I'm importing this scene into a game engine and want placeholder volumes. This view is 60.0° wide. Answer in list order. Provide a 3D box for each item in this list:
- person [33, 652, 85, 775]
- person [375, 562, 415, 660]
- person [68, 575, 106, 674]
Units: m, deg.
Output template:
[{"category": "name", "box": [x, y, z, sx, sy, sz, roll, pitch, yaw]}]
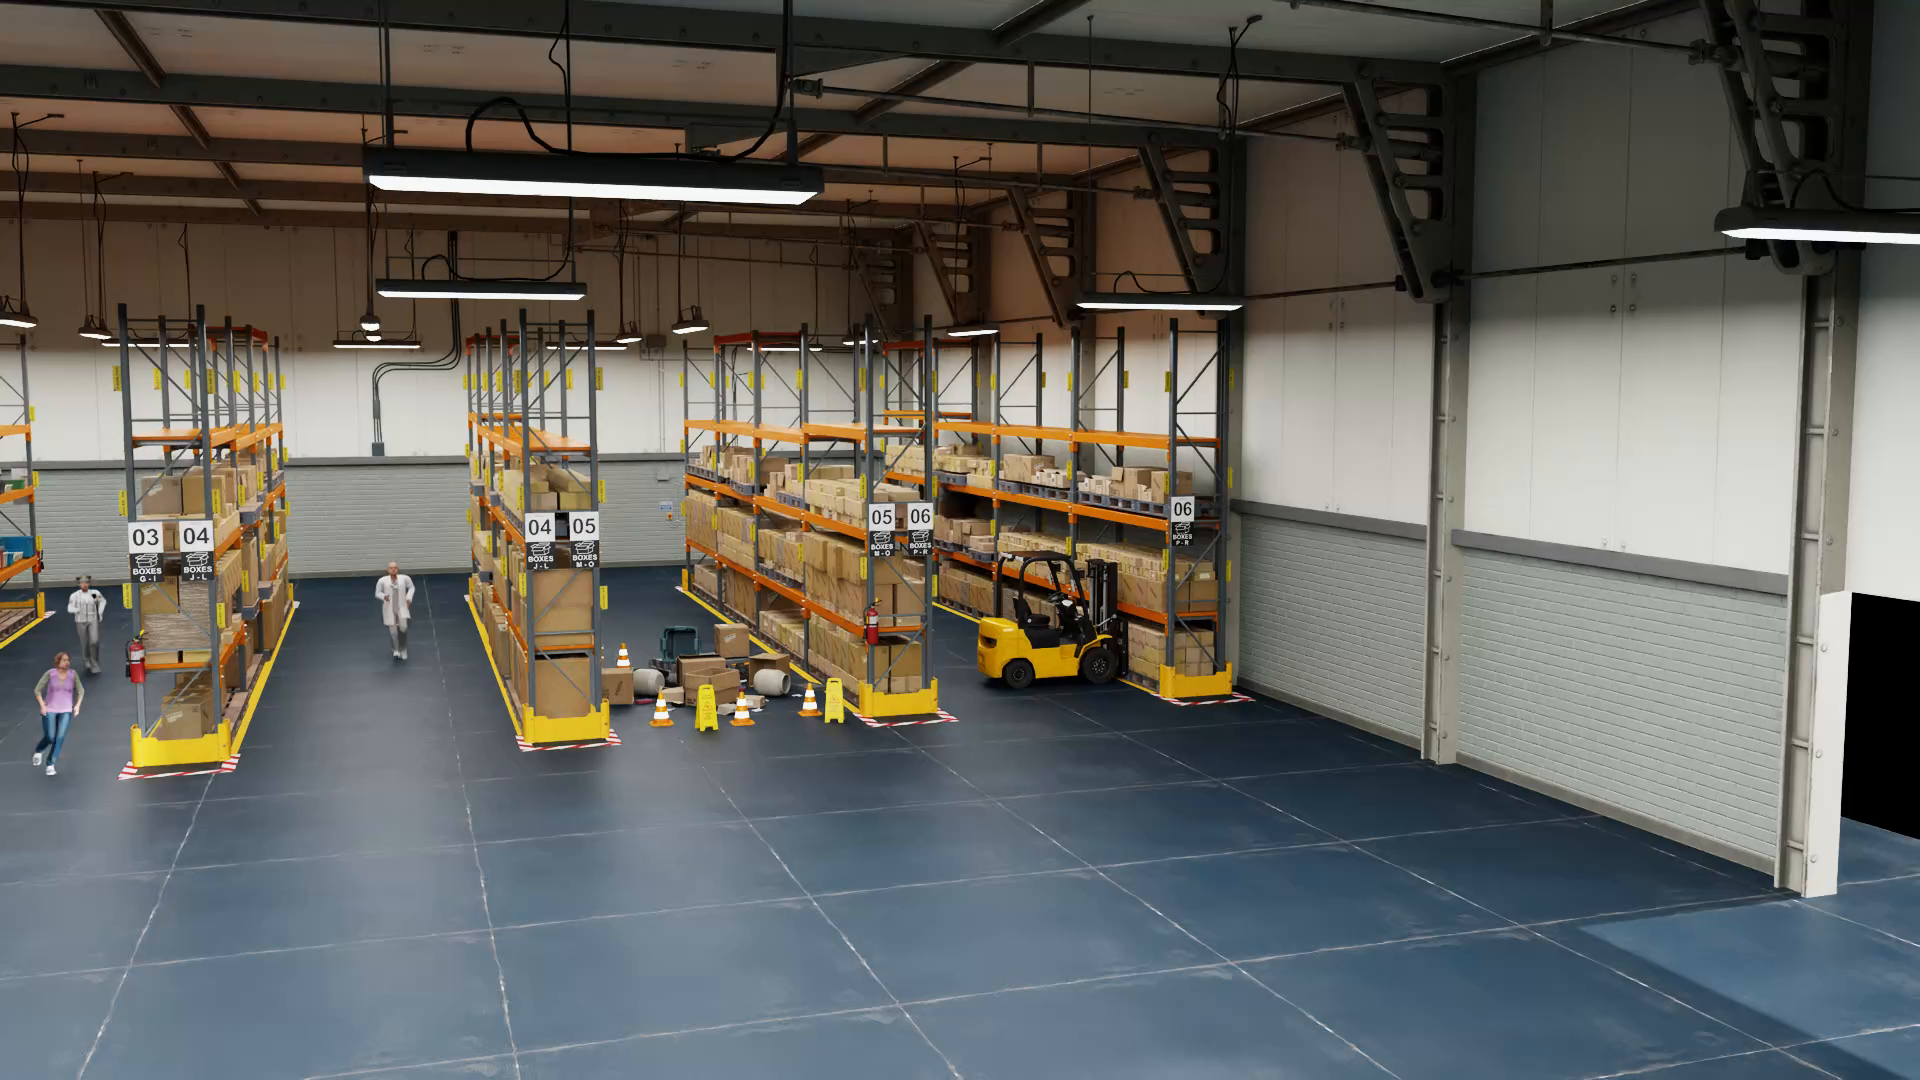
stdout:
[{"category": "person", "box": [-11.615, 2.222, 21.438, 0.602, 1.515, 0.548, -4, 7, -39]}, {"category": "person", "box": [-10.163, 1.291, 29.961, 0.681, 1.796, 0.775, -2, 6, -19]}, {"category": "person", "box": [-15.051, 1.452, 28.693, 0.590, 1.740, 0.726, -3, 6, -27]}]
